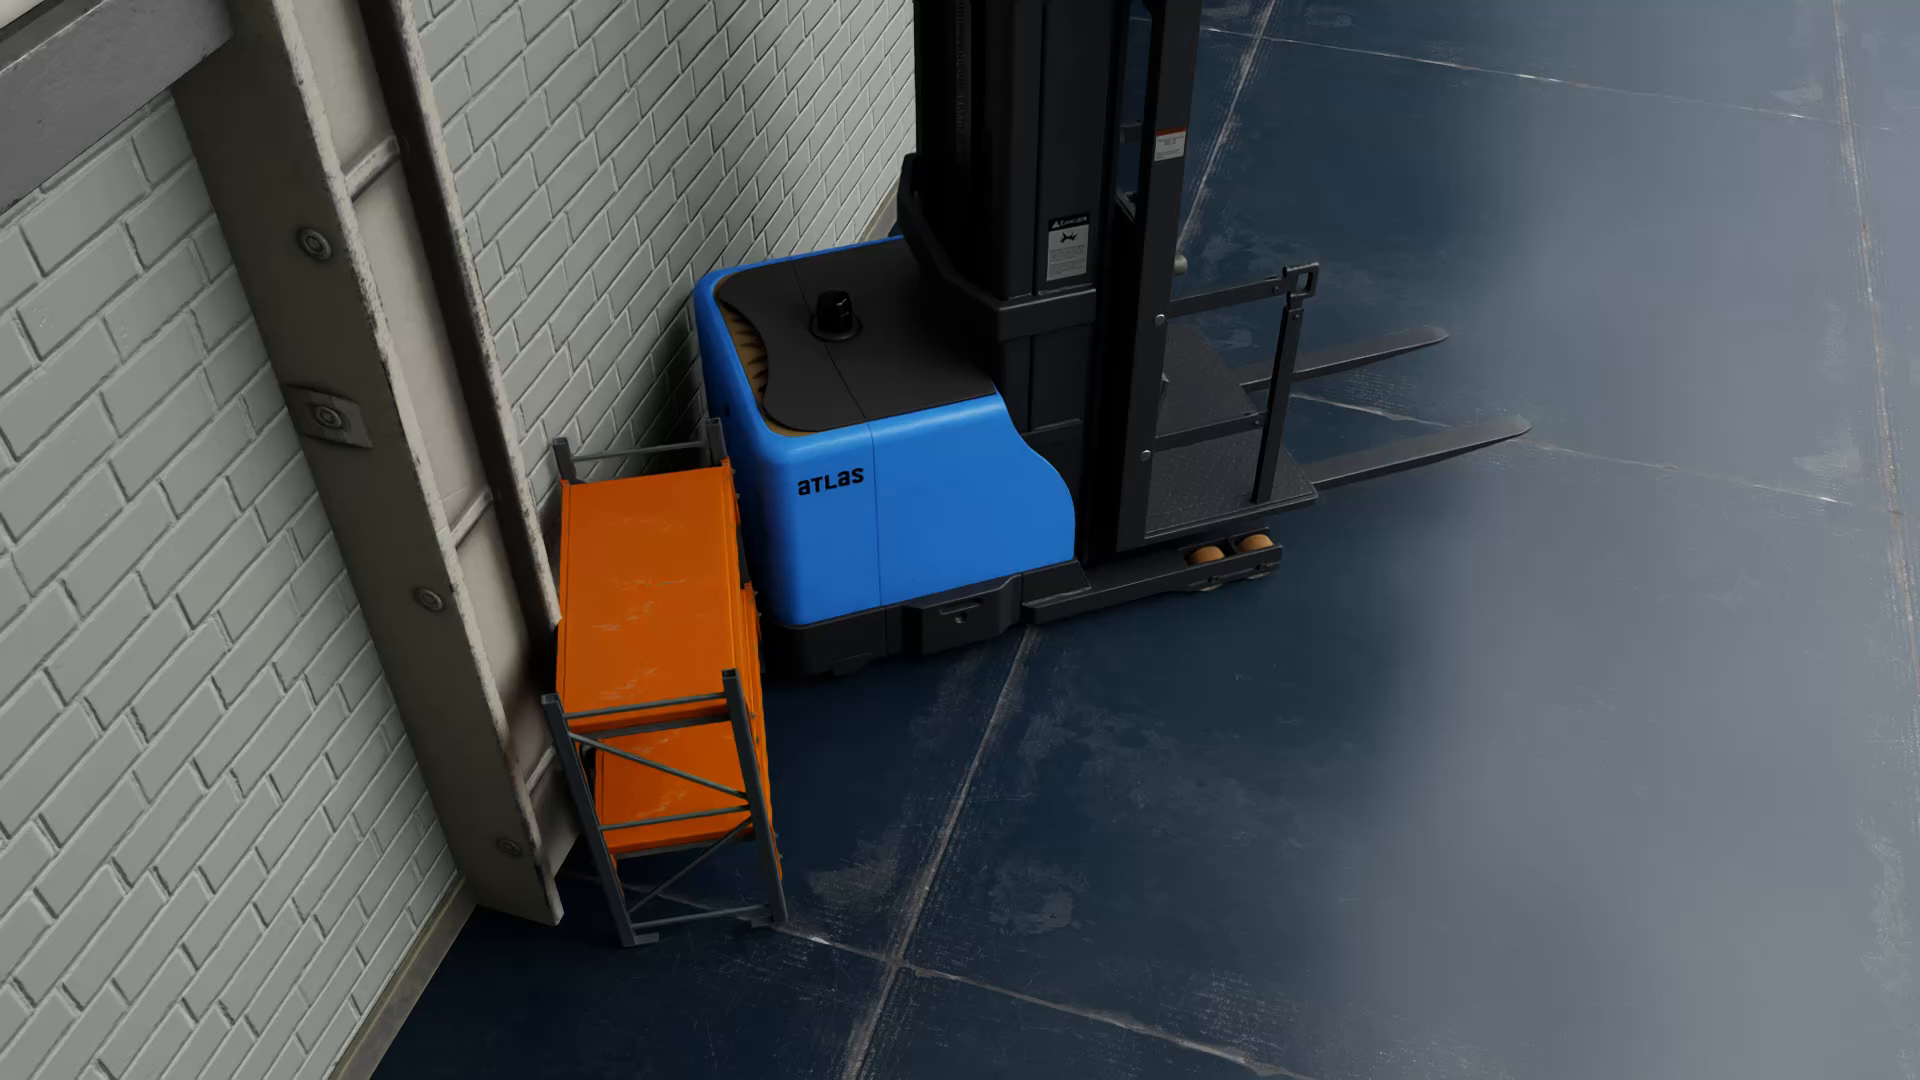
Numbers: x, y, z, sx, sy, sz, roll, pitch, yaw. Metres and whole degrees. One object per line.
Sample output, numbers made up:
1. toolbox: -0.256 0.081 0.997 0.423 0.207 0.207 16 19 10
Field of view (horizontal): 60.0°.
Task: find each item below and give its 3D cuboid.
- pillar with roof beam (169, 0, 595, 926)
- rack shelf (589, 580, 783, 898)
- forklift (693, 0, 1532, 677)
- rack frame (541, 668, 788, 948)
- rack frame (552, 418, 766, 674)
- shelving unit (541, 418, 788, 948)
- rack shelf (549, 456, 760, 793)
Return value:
1. pillar with roof beam: 2.790 -1.295 1.139 9.100 9.000 0.400 13 46 13
2. rack shelf: -0.856 0.602 5.155 0.538 0.278 1.000 -8 44 -4
3. forklift: 0.654 -1.199 5.379 3.031 2.935 1.130 -13 46 -13
4. rack frame: -0.791 0.775 4.622 0.500 1.125 0.032 -8 44 -4
5. rack frame: -0.941 0.079 5.348 0.500 1.125 0.032 -8 44 -4
6. shelving unit: -0.866 0.427 4.985 0.538 1.125 1.048 -8 44 -4
7. rack shelf: -0.878 0.217 4.782 0.538 0.278 1.000 -8 44 -4
